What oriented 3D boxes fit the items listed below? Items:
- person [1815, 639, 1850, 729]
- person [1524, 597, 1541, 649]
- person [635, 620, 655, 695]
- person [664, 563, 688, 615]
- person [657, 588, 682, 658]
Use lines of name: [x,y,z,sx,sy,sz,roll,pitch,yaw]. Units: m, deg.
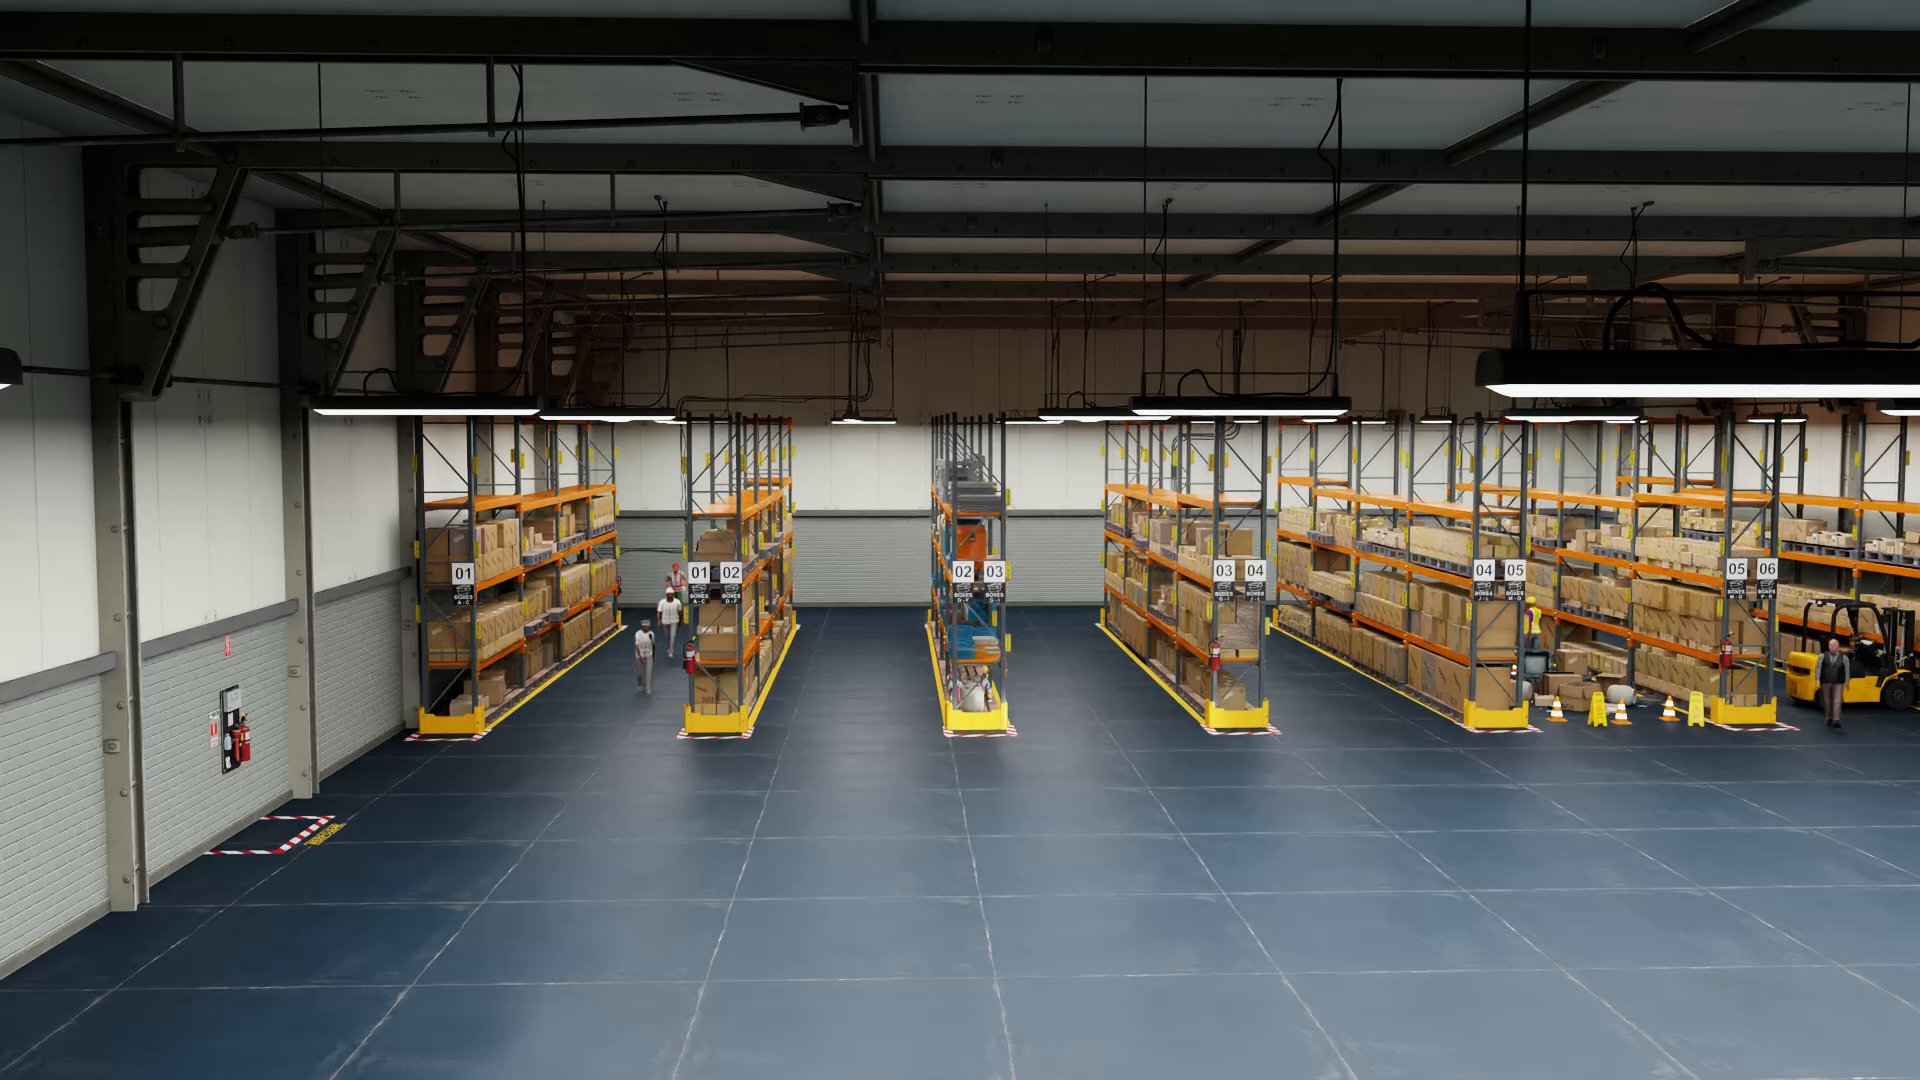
person: [16.483,2.722,31.472,0.571,1.669,1.020,3,5,37]
person: [13.364,2.216,38.752,0.546,1.785,0.551,-1,4,-19]
person: [-6.740,2.491,35.619,0.438,1.581,1.068,-1,4,-17]
person: [-8.476,1.510,49.649,0.654,1.685,0.631,0,4,5]
person: [-7.225,2.039,41.288,0.573,1.704,1.076,0,4,0]
